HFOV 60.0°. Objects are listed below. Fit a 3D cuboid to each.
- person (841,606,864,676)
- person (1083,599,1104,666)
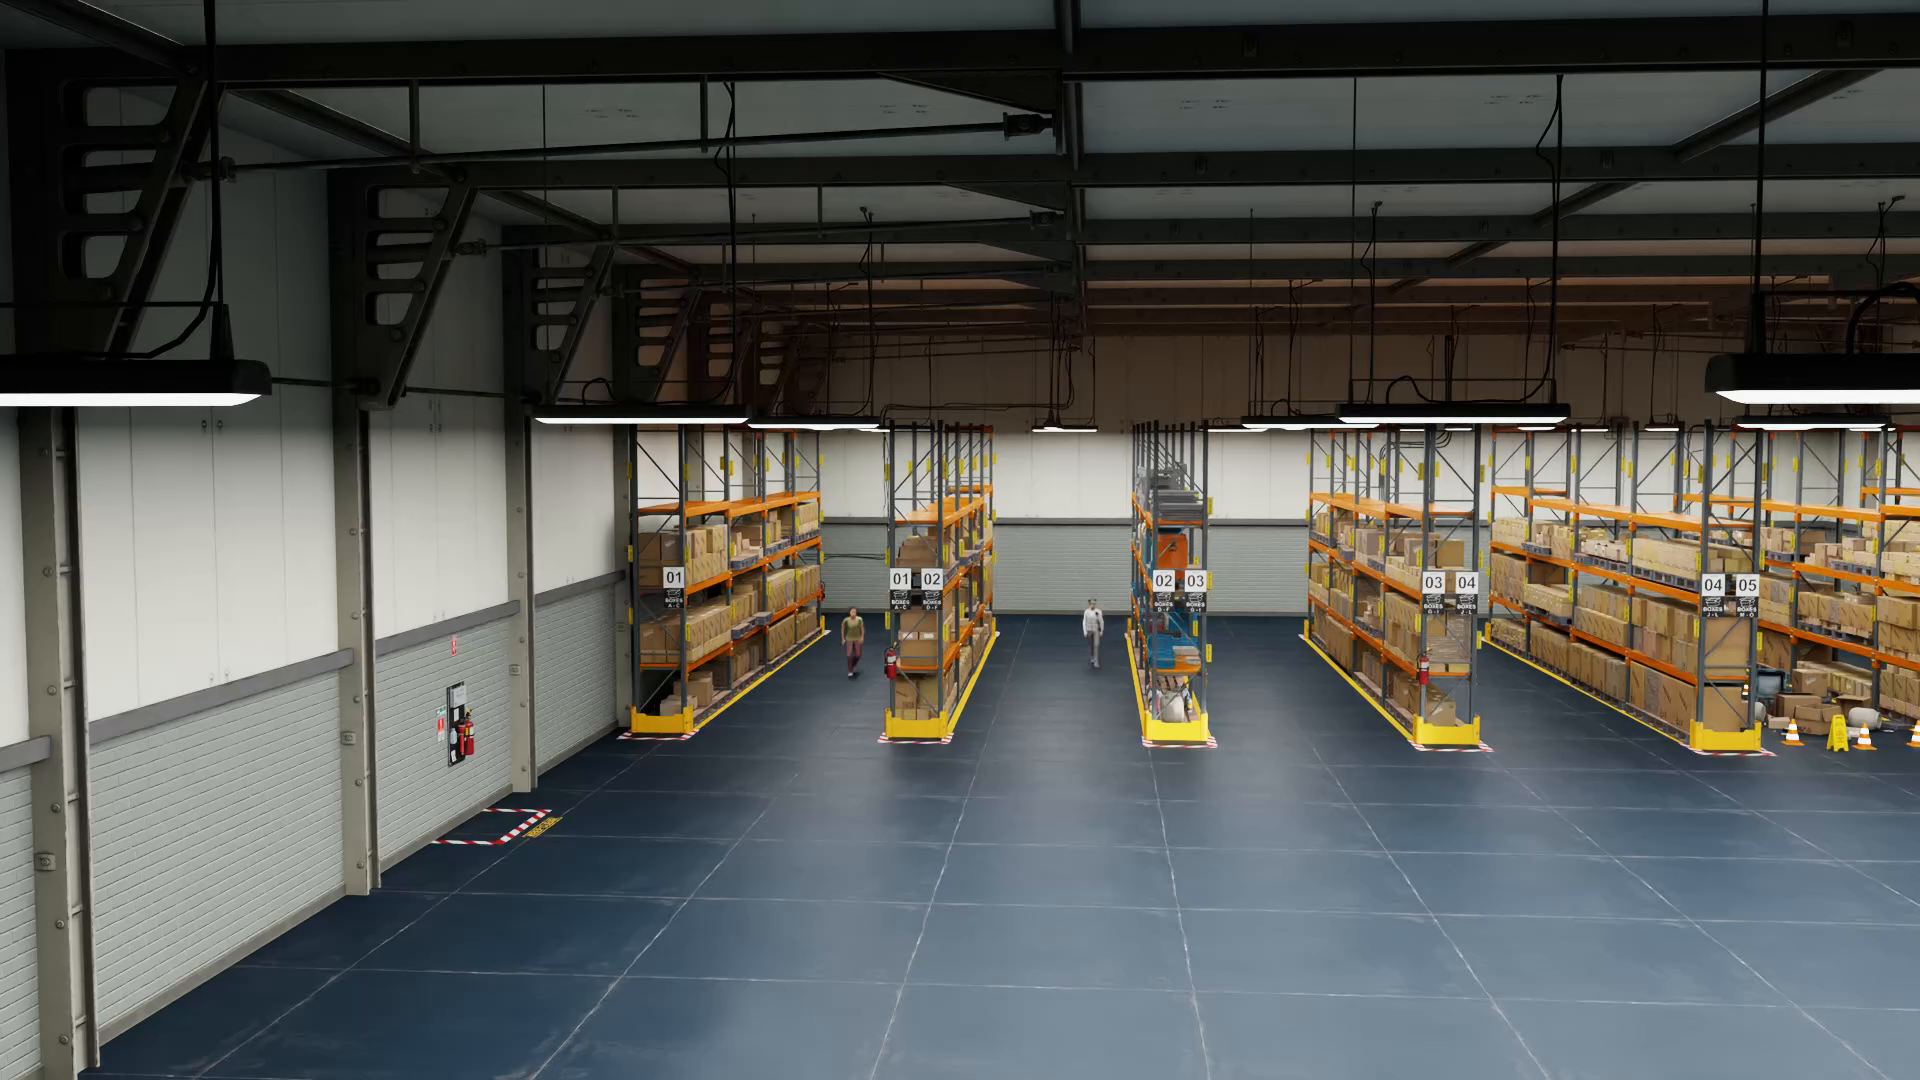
[{"bbox_3d":[-2.565,2.397,39.685,0.545,1.654,0.600,-1,4,-9],"label":"person"},{"bbox_3d":[3.292,2.268,41.293,0.500,1.634,0.880,1,4,17],"label":"person"}]
